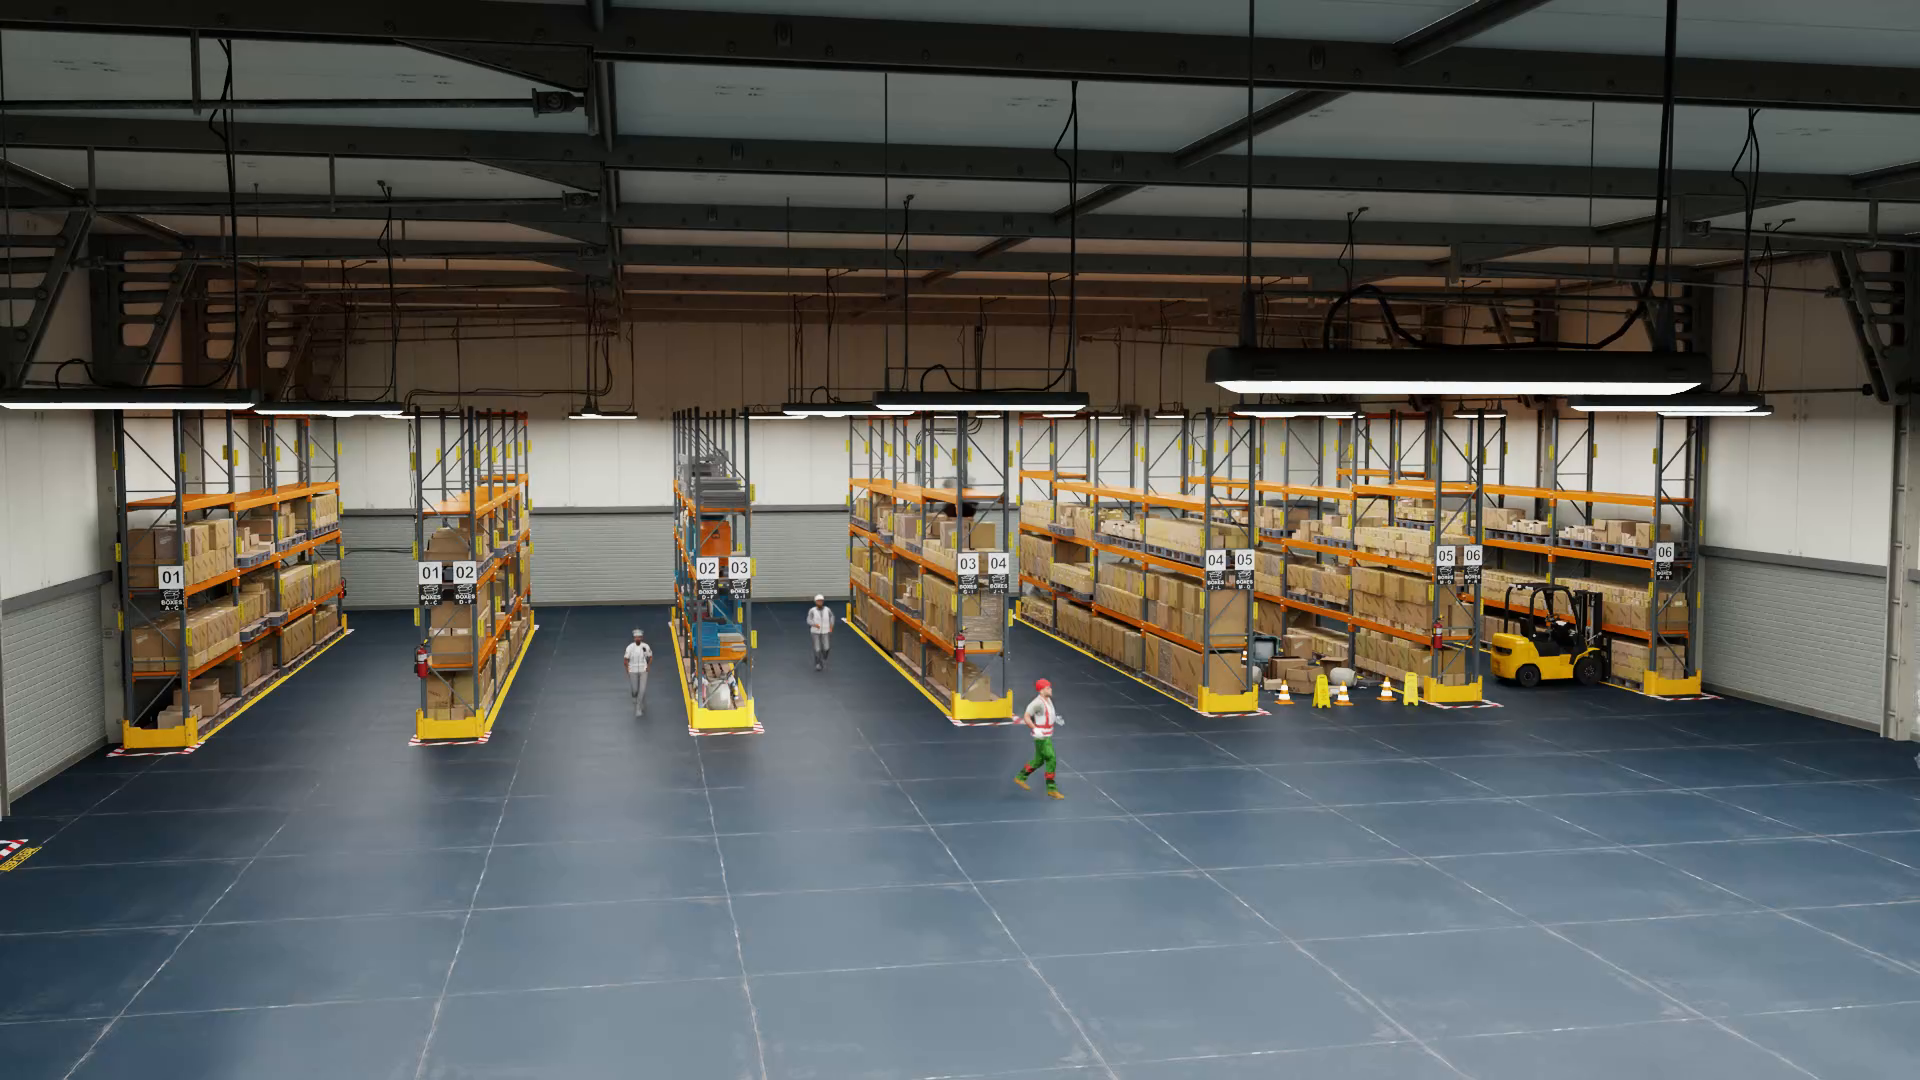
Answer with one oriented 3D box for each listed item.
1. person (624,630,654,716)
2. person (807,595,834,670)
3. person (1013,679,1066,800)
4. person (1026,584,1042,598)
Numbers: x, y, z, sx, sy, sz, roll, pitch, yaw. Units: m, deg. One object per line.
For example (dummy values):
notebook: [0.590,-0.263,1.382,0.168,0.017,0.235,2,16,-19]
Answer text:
person: [-6.311,2.587,32.678,0.584,1.669,0.668,-1,4,-12]
person: [-3.187,2.130,38.206,0.679,1.756,0.648,-1,4,-15]
person: [1.220,3.014,25.358,0.852,1.814,0.640,1,4,17]
person: [2.299,1.316,49.863,0.845,1.828,0.676,0,4,-7]
